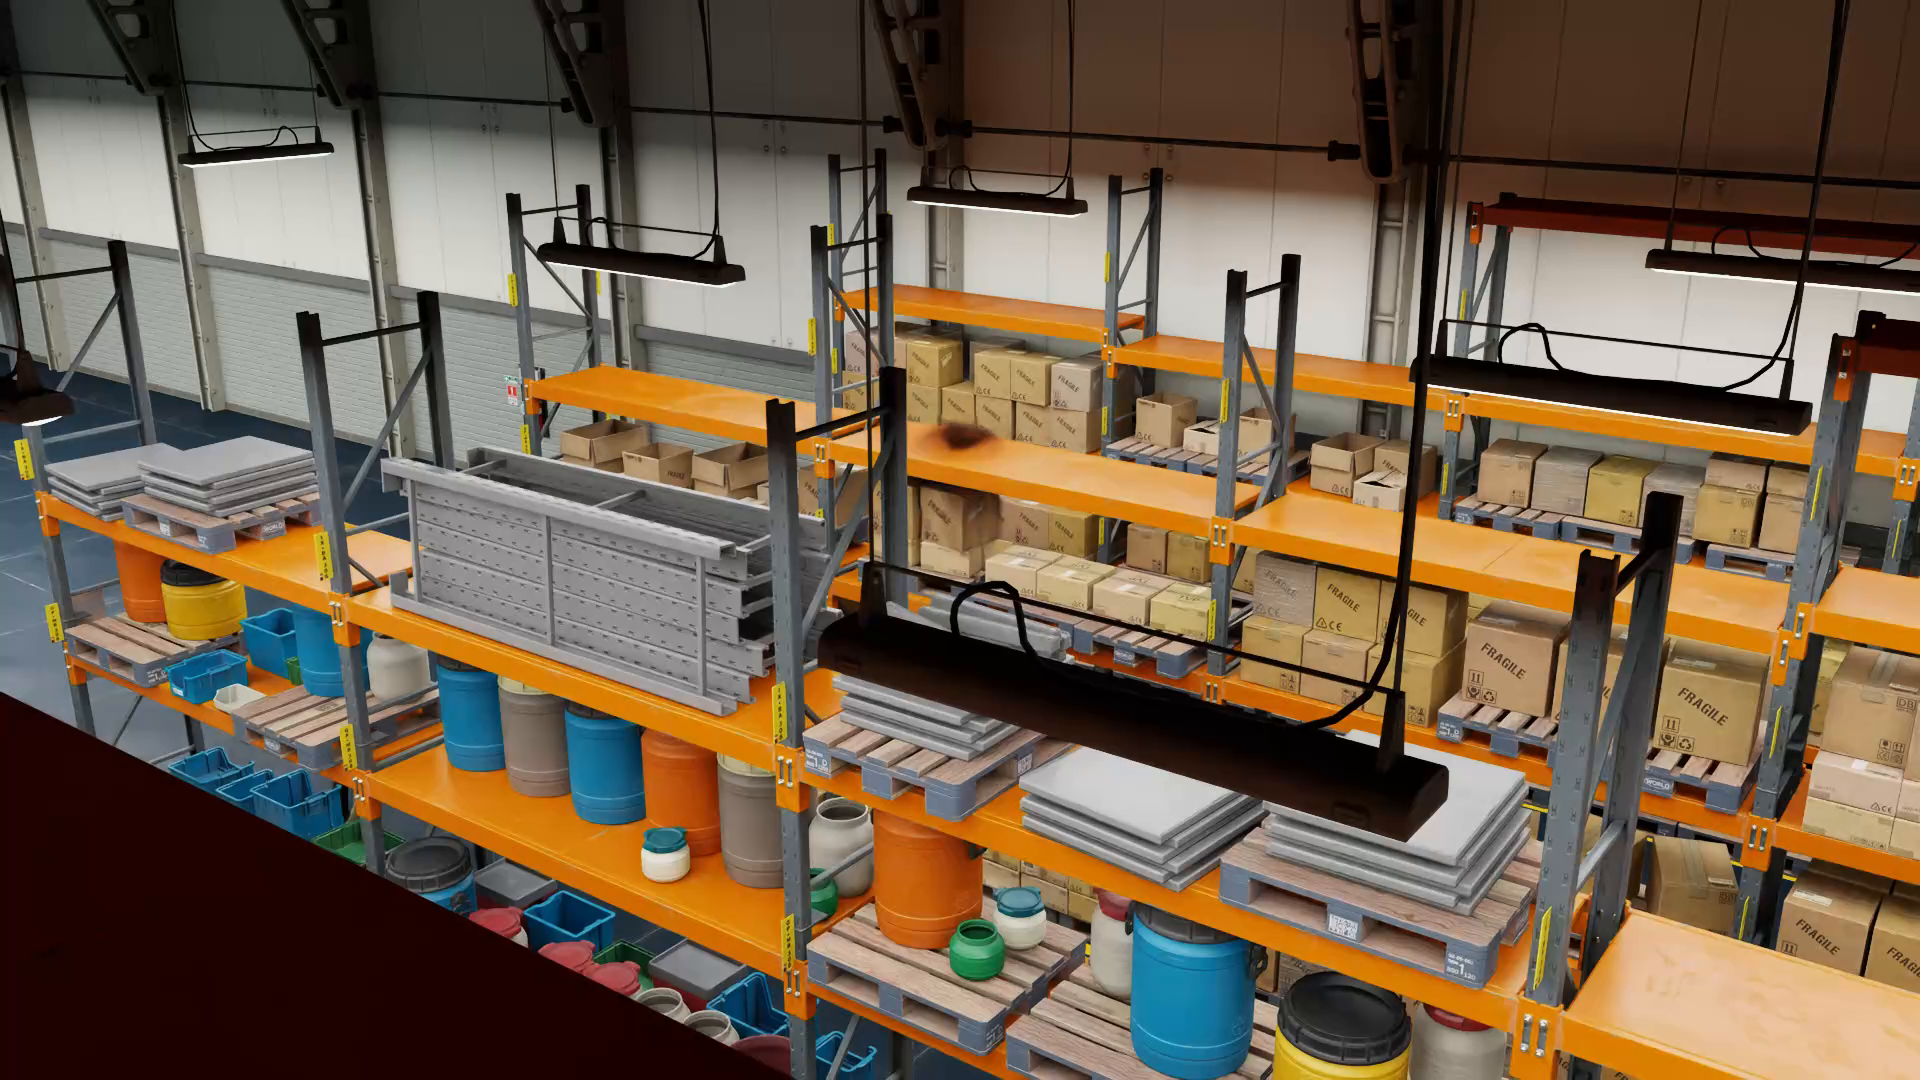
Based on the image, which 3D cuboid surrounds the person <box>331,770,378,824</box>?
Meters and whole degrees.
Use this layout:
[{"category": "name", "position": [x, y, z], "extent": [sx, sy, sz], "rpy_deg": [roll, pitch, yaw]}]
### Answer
[{"category": "person", "position": [-5.963, 2.063, 16.123], "extent": [0.661, 1.779, 0.553], "rpy_deg": [6, 19, 17]}]
